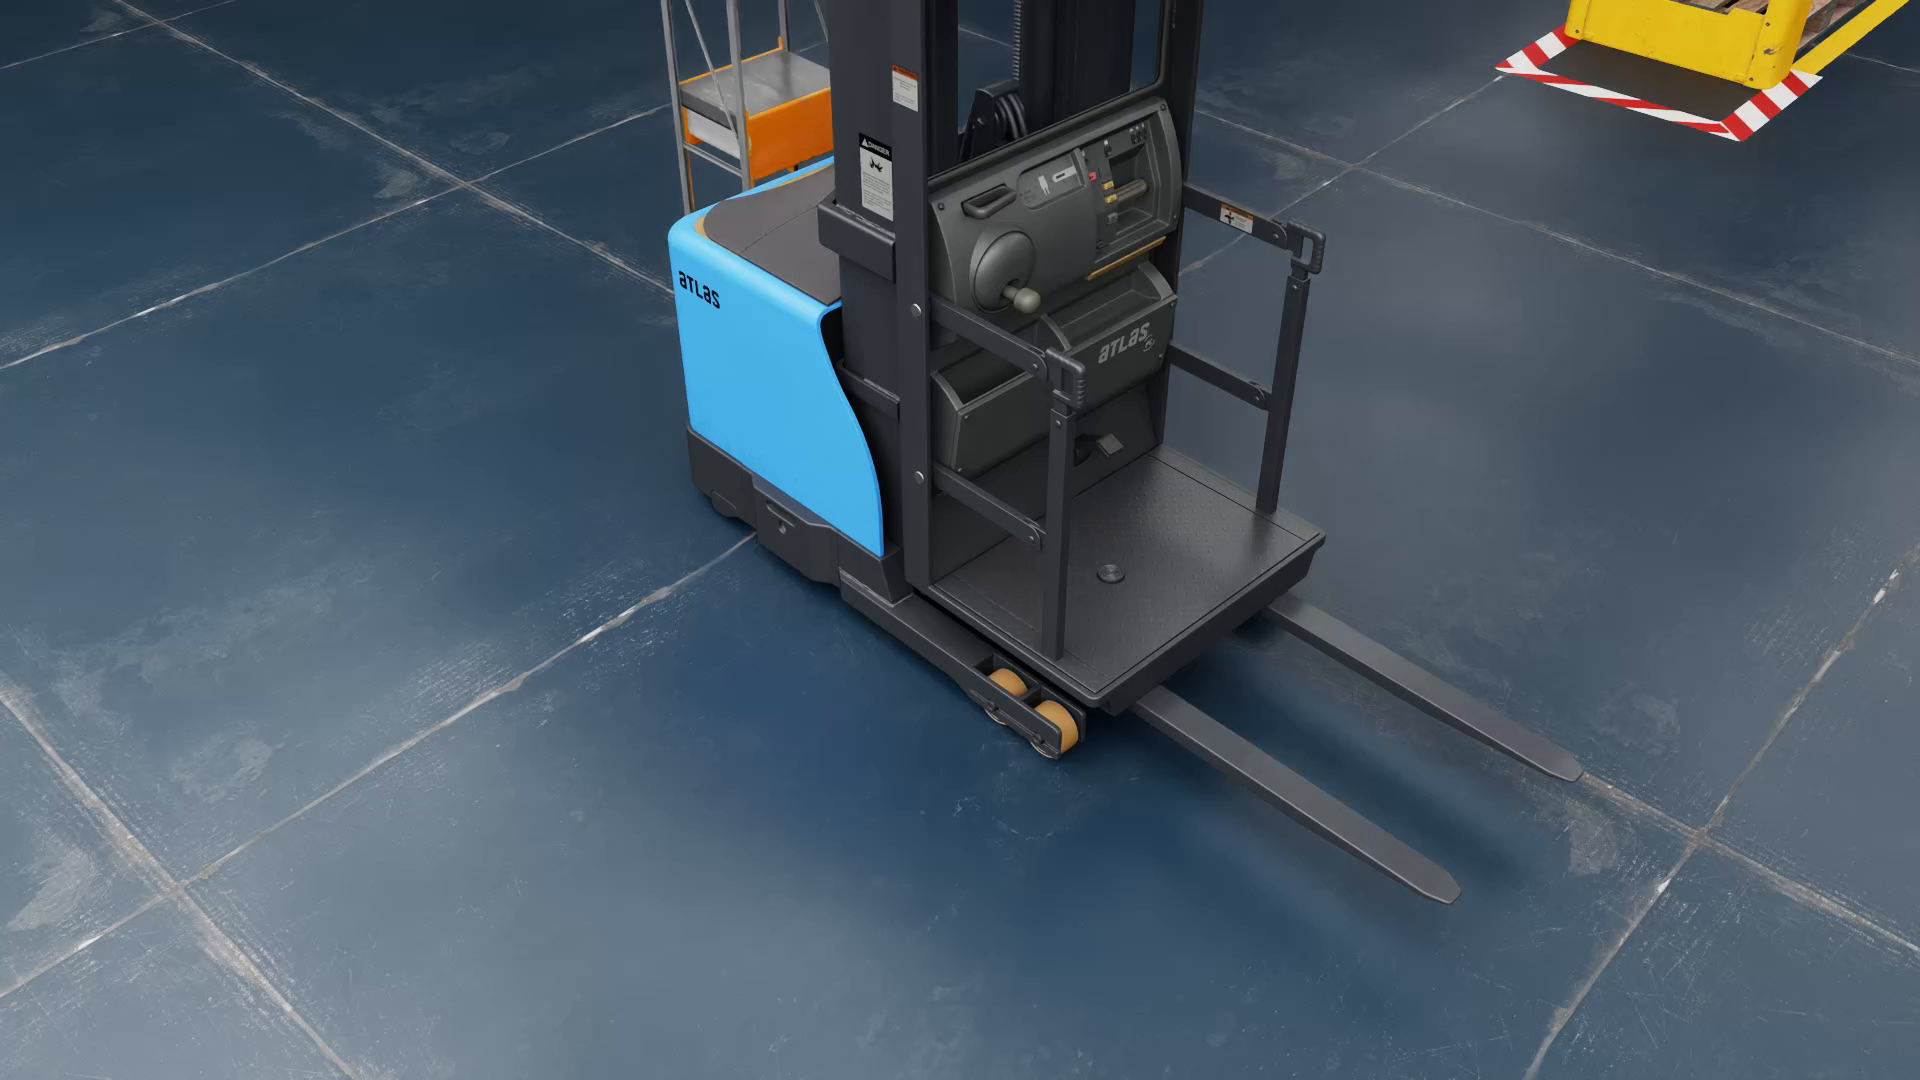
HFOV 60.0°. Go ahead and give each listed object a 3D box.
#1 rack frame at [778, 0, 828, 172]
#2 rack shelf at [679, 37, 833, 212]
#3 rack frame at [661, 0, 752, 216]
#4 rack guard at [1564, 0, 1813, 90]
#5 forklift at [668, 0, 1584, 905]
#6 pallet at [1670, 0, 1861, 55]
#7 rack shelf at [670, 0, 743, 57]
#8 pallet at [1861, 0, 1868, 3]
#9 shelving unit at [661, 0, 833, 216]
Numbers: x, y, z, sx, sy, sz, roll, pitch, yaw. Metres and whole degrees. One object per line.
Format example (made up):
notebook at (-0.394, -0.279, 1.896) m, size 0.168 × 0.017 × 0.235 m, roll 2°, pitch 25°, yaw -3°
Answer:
rack frame at (-0.494, -1.511, 5.963) m, size 0.015 × 2.100 × 0.400 m, roll -31°, pitch 48°, yaw -33°
rack shelf at (-0.670, -1.395, 5.839) m, size 0.480 × 0.518 × 0.431 m, roll -31°, pitch 48°, yaw -33°
rack frame at (-0.845, -1.300, 5.698) m, size 0.015 × 2.100 × 0.400 m, roll -31°, pitch 48°, yaw -33°
rack guard at (3.907, -2.865, 8.951) m, size 1.175 × 0.500 × 0.348 m, roll 30°, pitch 47°, yaw 32°
forklift at (0.434, -0.868, 4.486) m, size 1.130 × 2.935 × 3.031 m, roll -31°, pitch 48°, yaw -33°
pallet at (4.459, -3.123, 9.507) m, size 1.003 × 0.211 × 1.213 m, roll 30°, pitch 47°, yaw 32°
rack shelf at (-0.670, -1.943, 5.404) m, size 0.480 × 0.518 × 0.431 m, roll -31°, pitch 48°, yaw -33°
pallet at (5.282, -3.680, 10.209) m, size 1.003 × 0.211 × 1.213 m, roll 30°, pitch 47°, yaw 32°
shelving unit at (-0.670, -1.406, 5.831) m, size 0.503 × 2.100 × 0.431 m, roll -31°, pitch 48°, yaw -33°
